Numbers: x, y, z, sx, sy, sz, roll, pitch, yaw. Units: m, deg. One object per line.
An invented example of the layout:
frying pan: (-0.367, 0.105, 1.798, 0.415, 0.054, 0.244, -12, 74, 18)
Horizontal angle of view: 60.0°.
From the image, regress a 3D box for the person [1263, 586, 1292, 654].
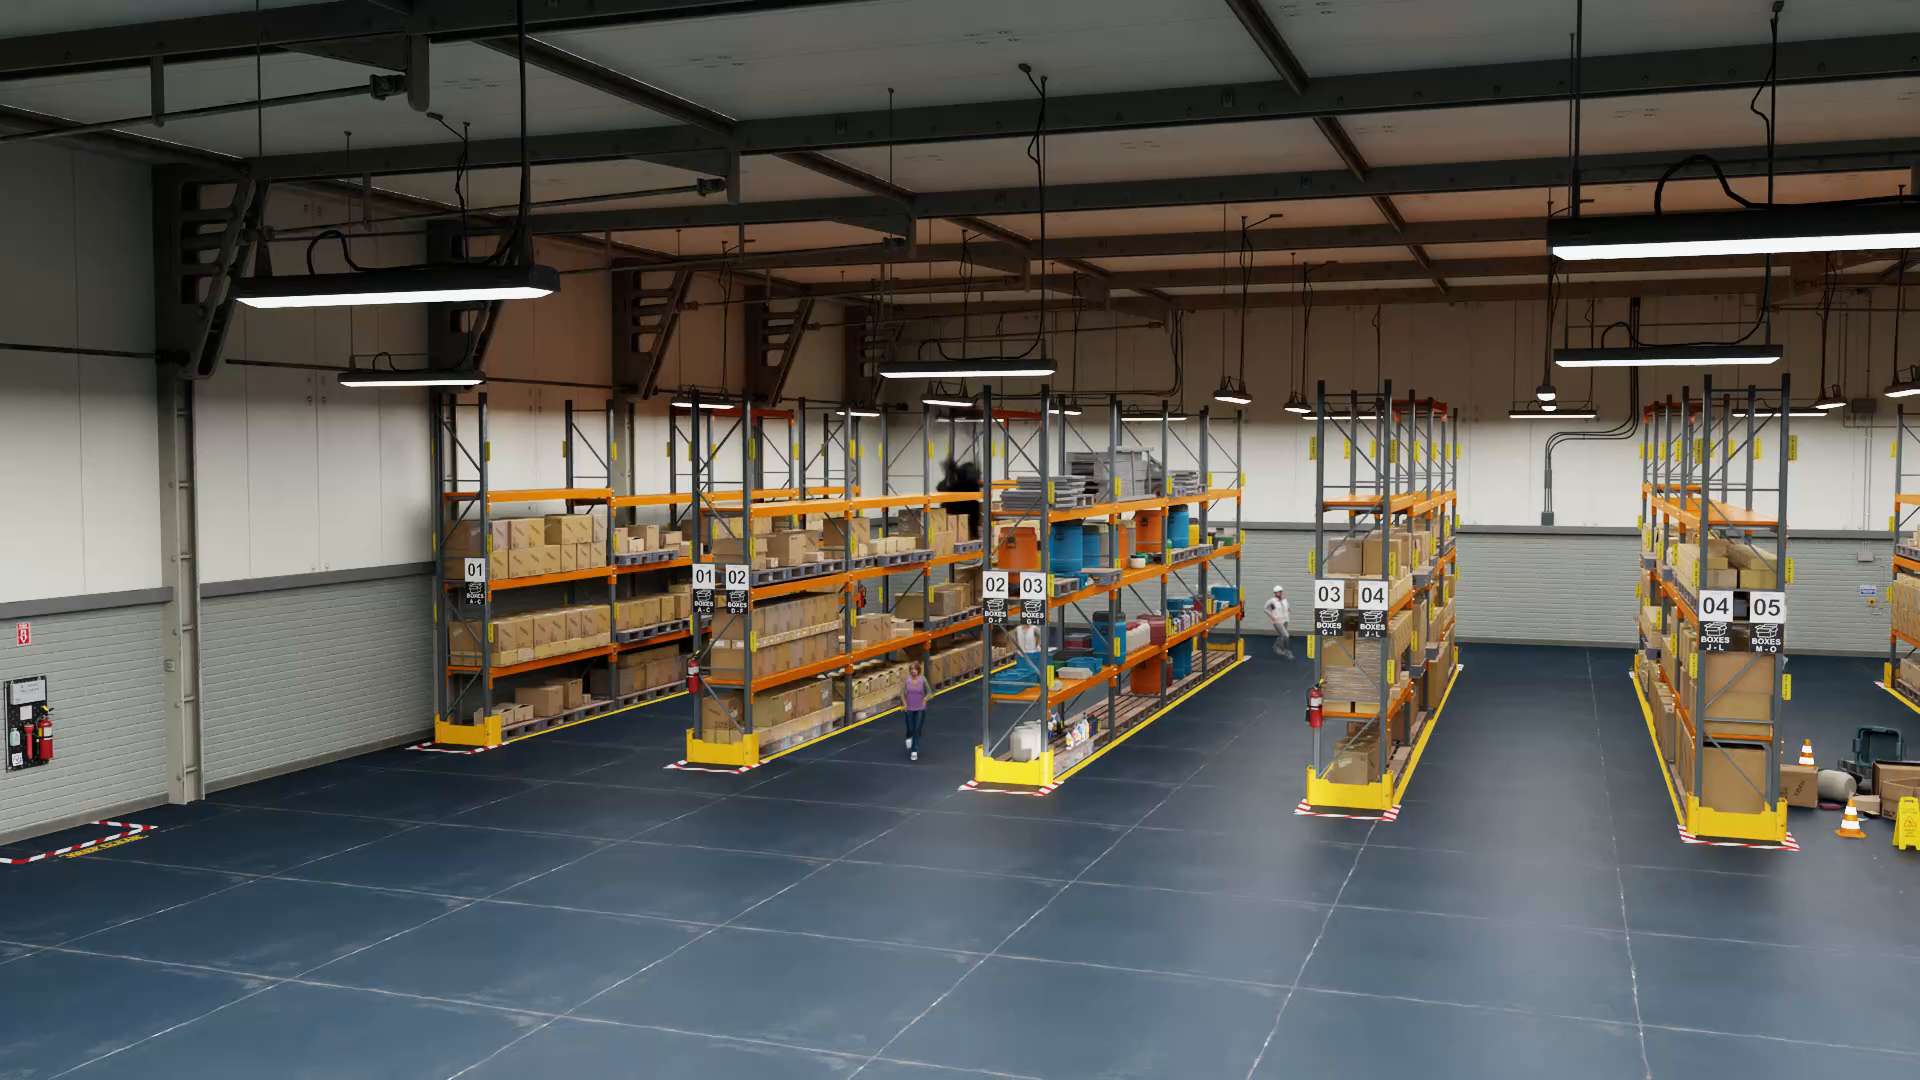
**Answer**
person: (7.694, 1.929, 40.231, 0.661, 1.665, 0.678, -2, 4, -37)

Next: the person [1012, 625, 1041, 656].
person: (1.327, 2.337, 33.431, 0.605, 1.814, 0.733, 1, 3, 19)

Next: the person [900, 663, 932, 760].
person: (-0.718, 2.784, 27.213, 0.533, 1.573, 0.565, 0, 3, 3)

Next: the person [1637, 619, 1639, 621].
person: (15.680, 1.873, 37.771, 0.538, 0.942, 0.729, 1, 3, 13)
